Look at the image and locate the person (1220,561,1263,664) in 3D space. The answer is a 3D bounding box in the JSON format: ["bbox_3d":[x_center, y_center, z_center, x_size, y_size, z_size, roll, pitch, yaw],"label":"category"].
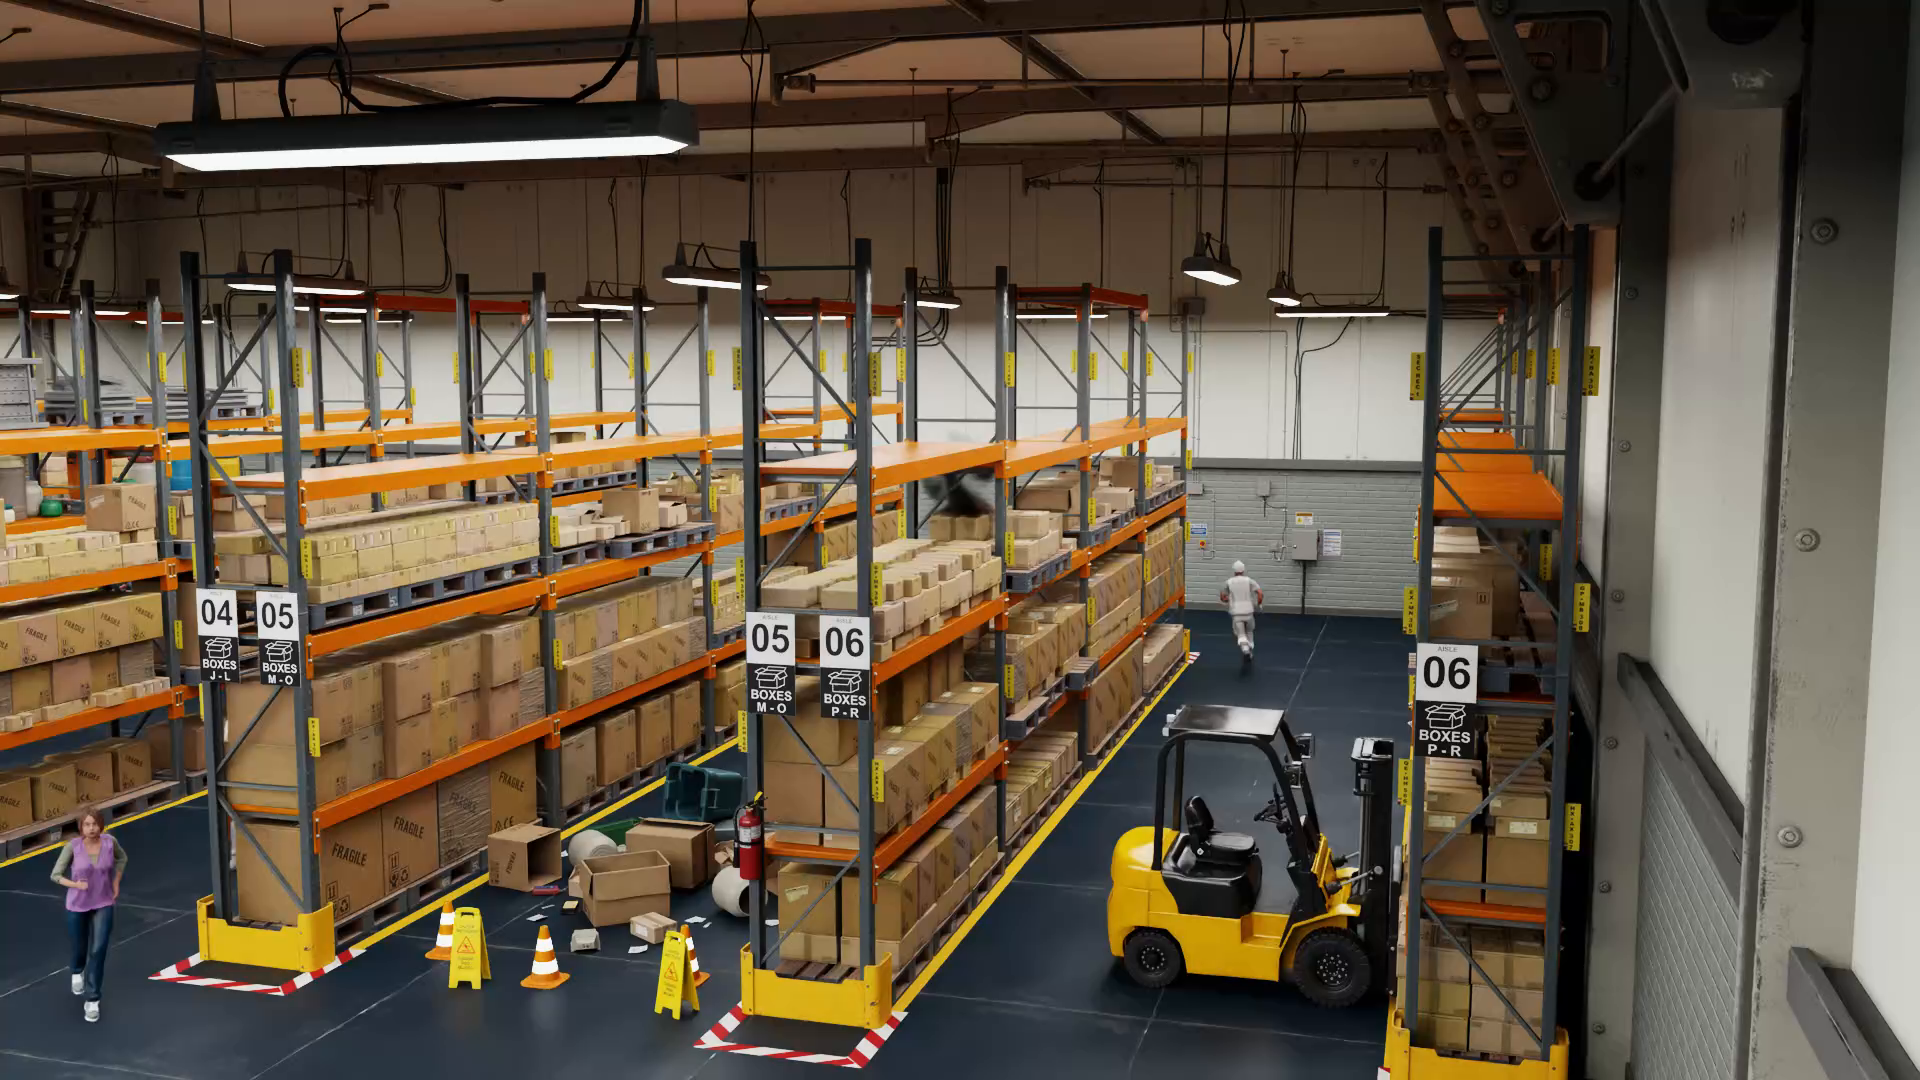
[{"bbox_3d":[4.643,1.236,27.481,0.700,1.782,0.874,1,6,6],"label":"person"}]

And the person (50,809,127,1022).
[{"bbox_3d":[-6.862,2.900,13.149,0.553,1.598,0.829,-4,8,-32],"label":"person"}]

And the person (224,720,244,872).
[{"bbox_3d":[-7.227,2.398,16.879,0.708,1.775,0.824,1,6,8],"label":"person"}]
